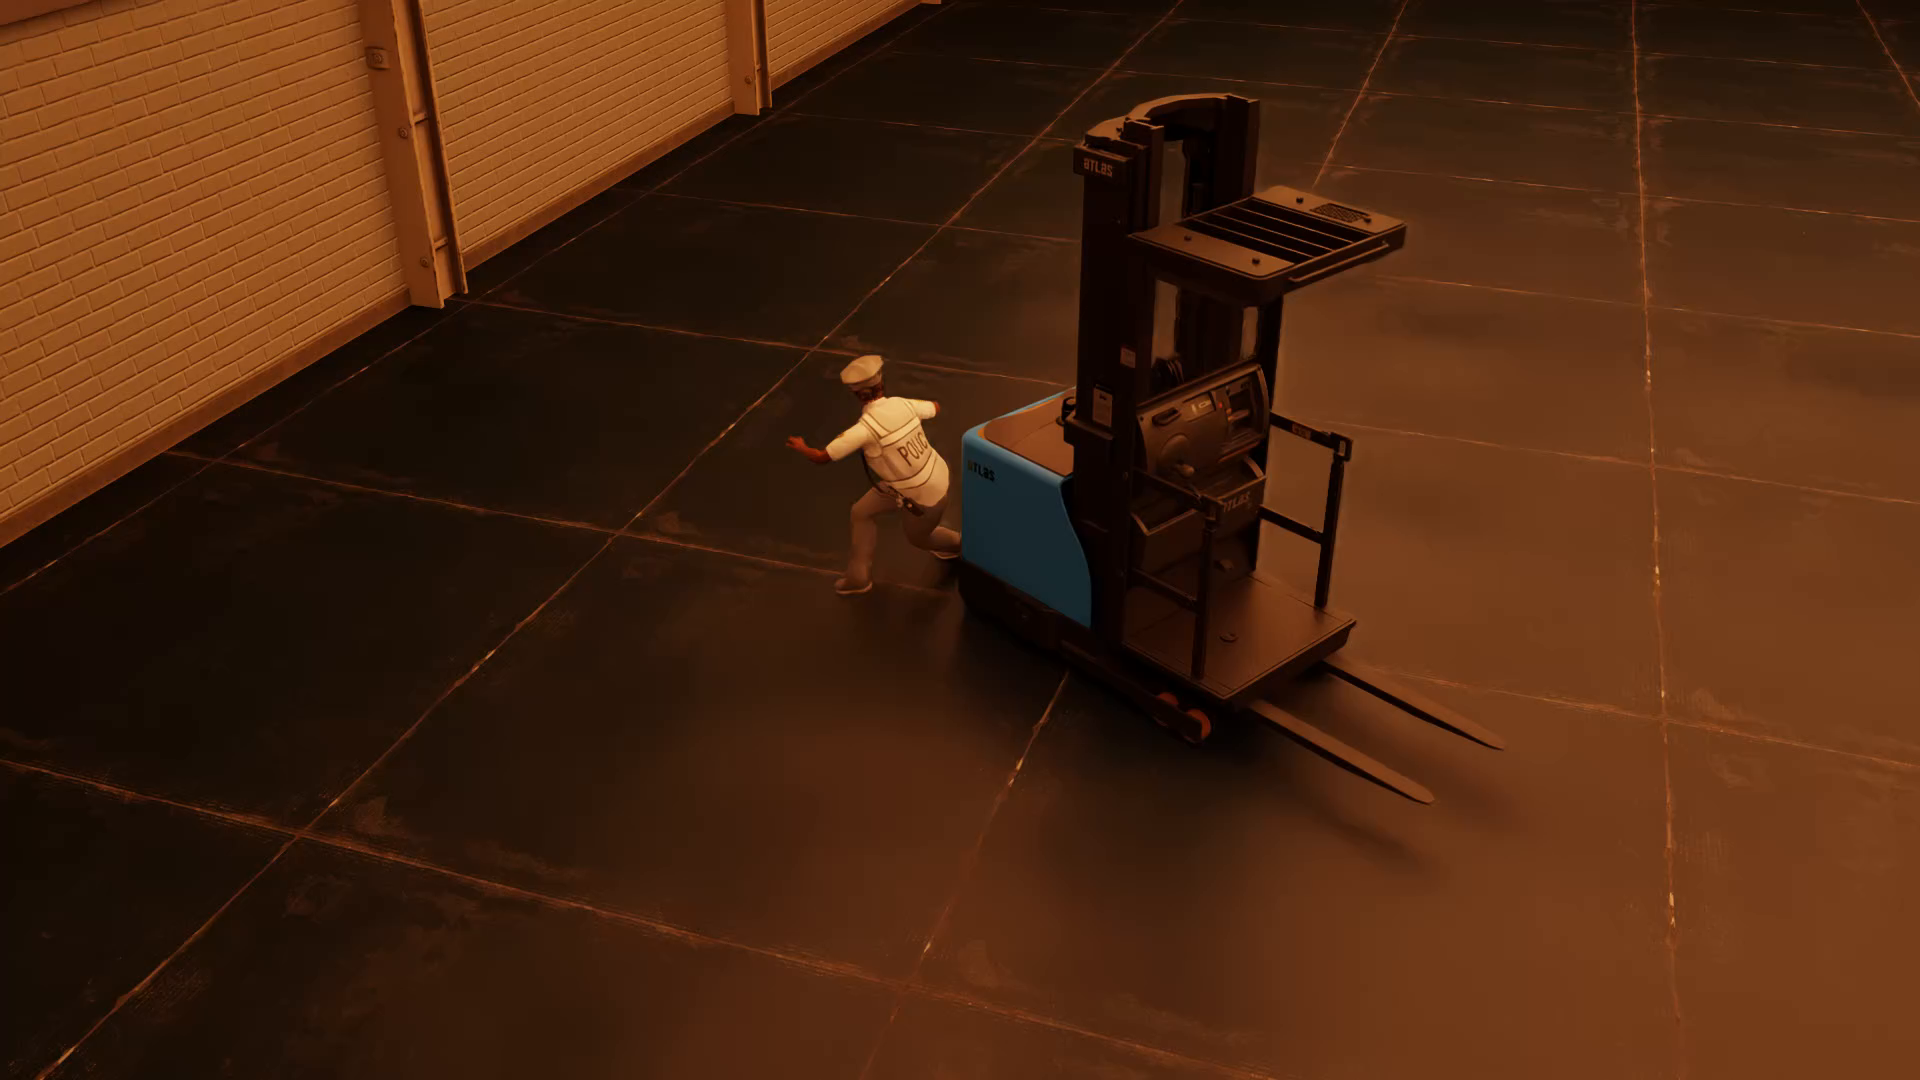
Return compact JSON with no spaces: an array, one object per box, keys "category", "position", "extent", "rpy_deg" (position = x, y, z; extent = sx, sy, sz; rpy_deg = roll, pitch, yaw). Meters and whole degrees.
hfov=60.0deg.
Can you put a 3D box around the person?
[{"category":"person","position":[-0.457,-0.384,9.339],"extent":[0.972,1.453,0.886],"rpy_deg":[5,30,9]}]

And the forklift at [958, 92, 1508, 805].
[{"category":"forklift","position":[1.354,-0.547,8.096],"extent":[1.130,2.935,3.031],"rpy_deg":[-24,38,-36]}]
